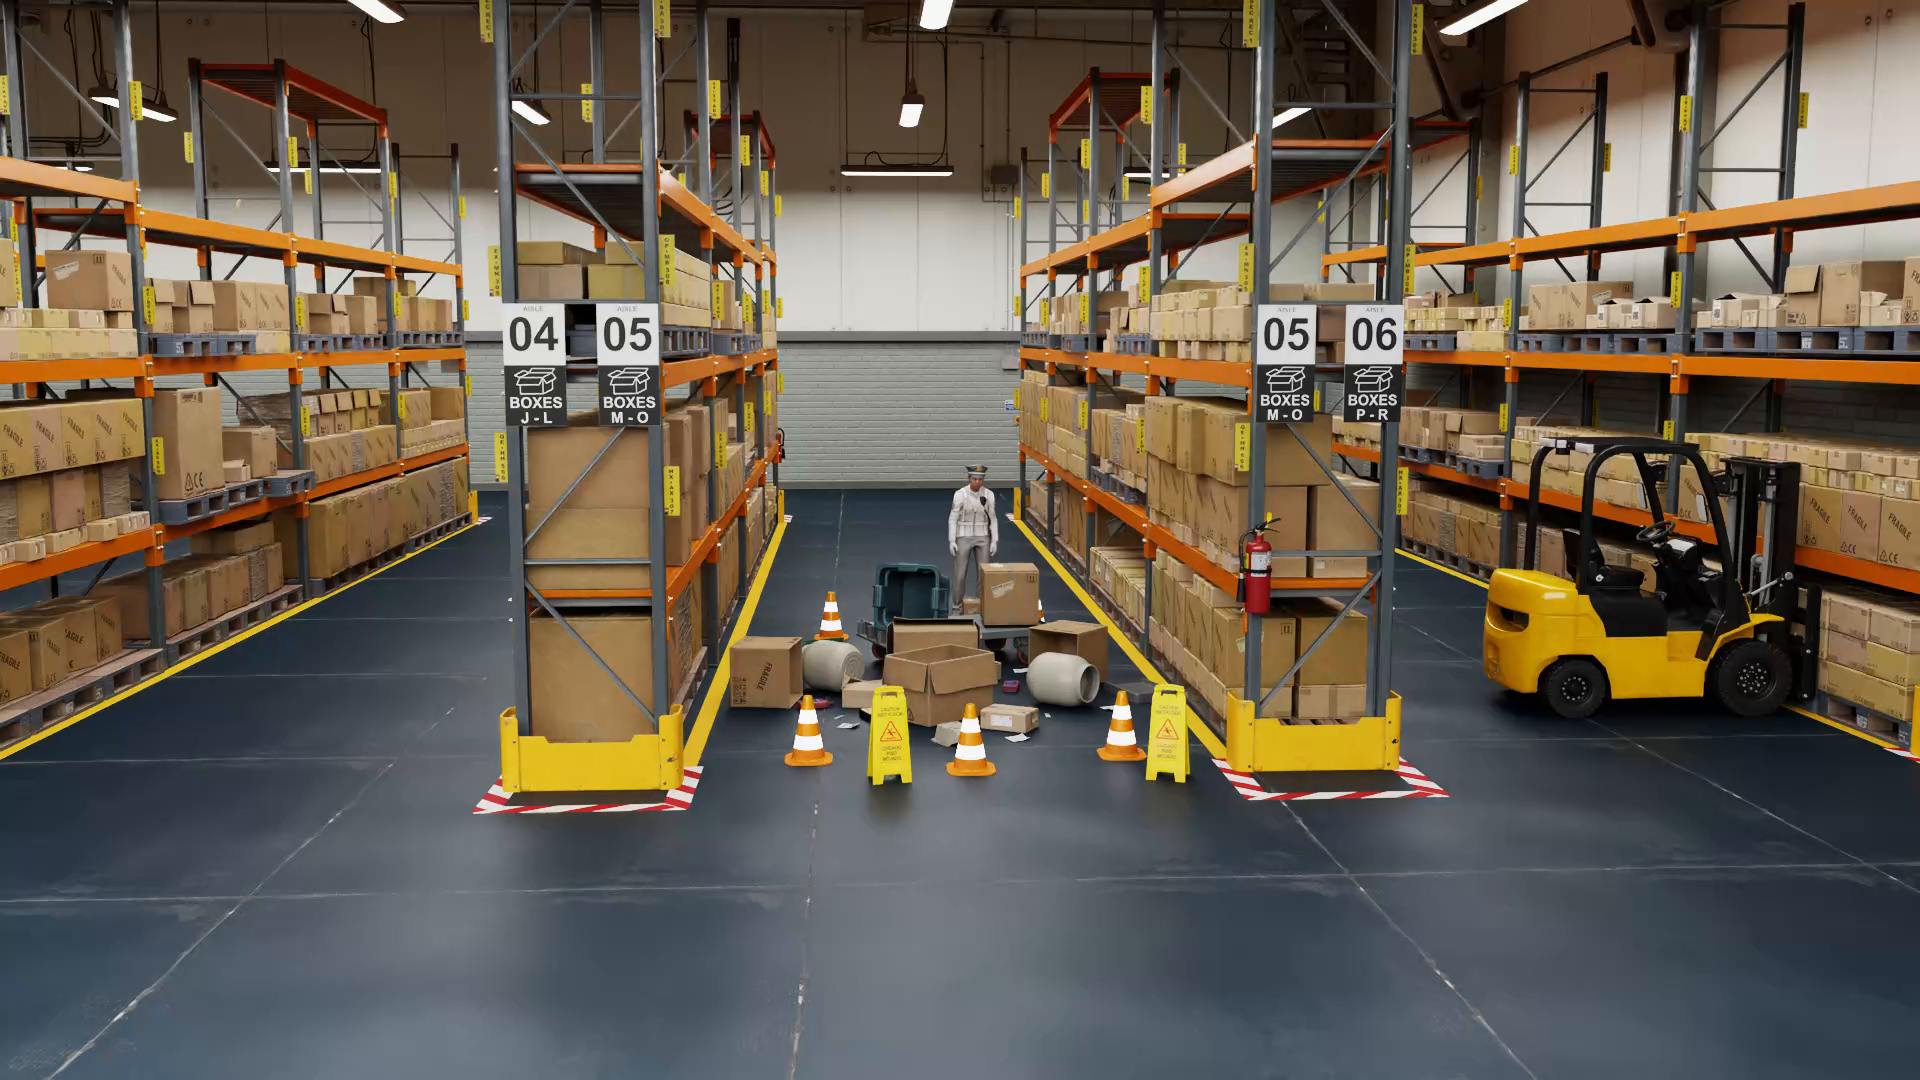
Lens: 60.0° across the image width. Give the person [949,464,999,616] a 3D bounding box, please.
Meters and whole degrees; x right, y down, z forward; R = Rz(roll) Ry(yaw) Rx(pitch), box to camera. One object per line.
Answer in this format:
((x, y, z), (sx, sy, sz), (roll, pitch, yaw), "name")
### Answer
((0.141, 0.029, 17.505), (0.542, 1.662, 0.375), (-1, 7, -7), "person")
